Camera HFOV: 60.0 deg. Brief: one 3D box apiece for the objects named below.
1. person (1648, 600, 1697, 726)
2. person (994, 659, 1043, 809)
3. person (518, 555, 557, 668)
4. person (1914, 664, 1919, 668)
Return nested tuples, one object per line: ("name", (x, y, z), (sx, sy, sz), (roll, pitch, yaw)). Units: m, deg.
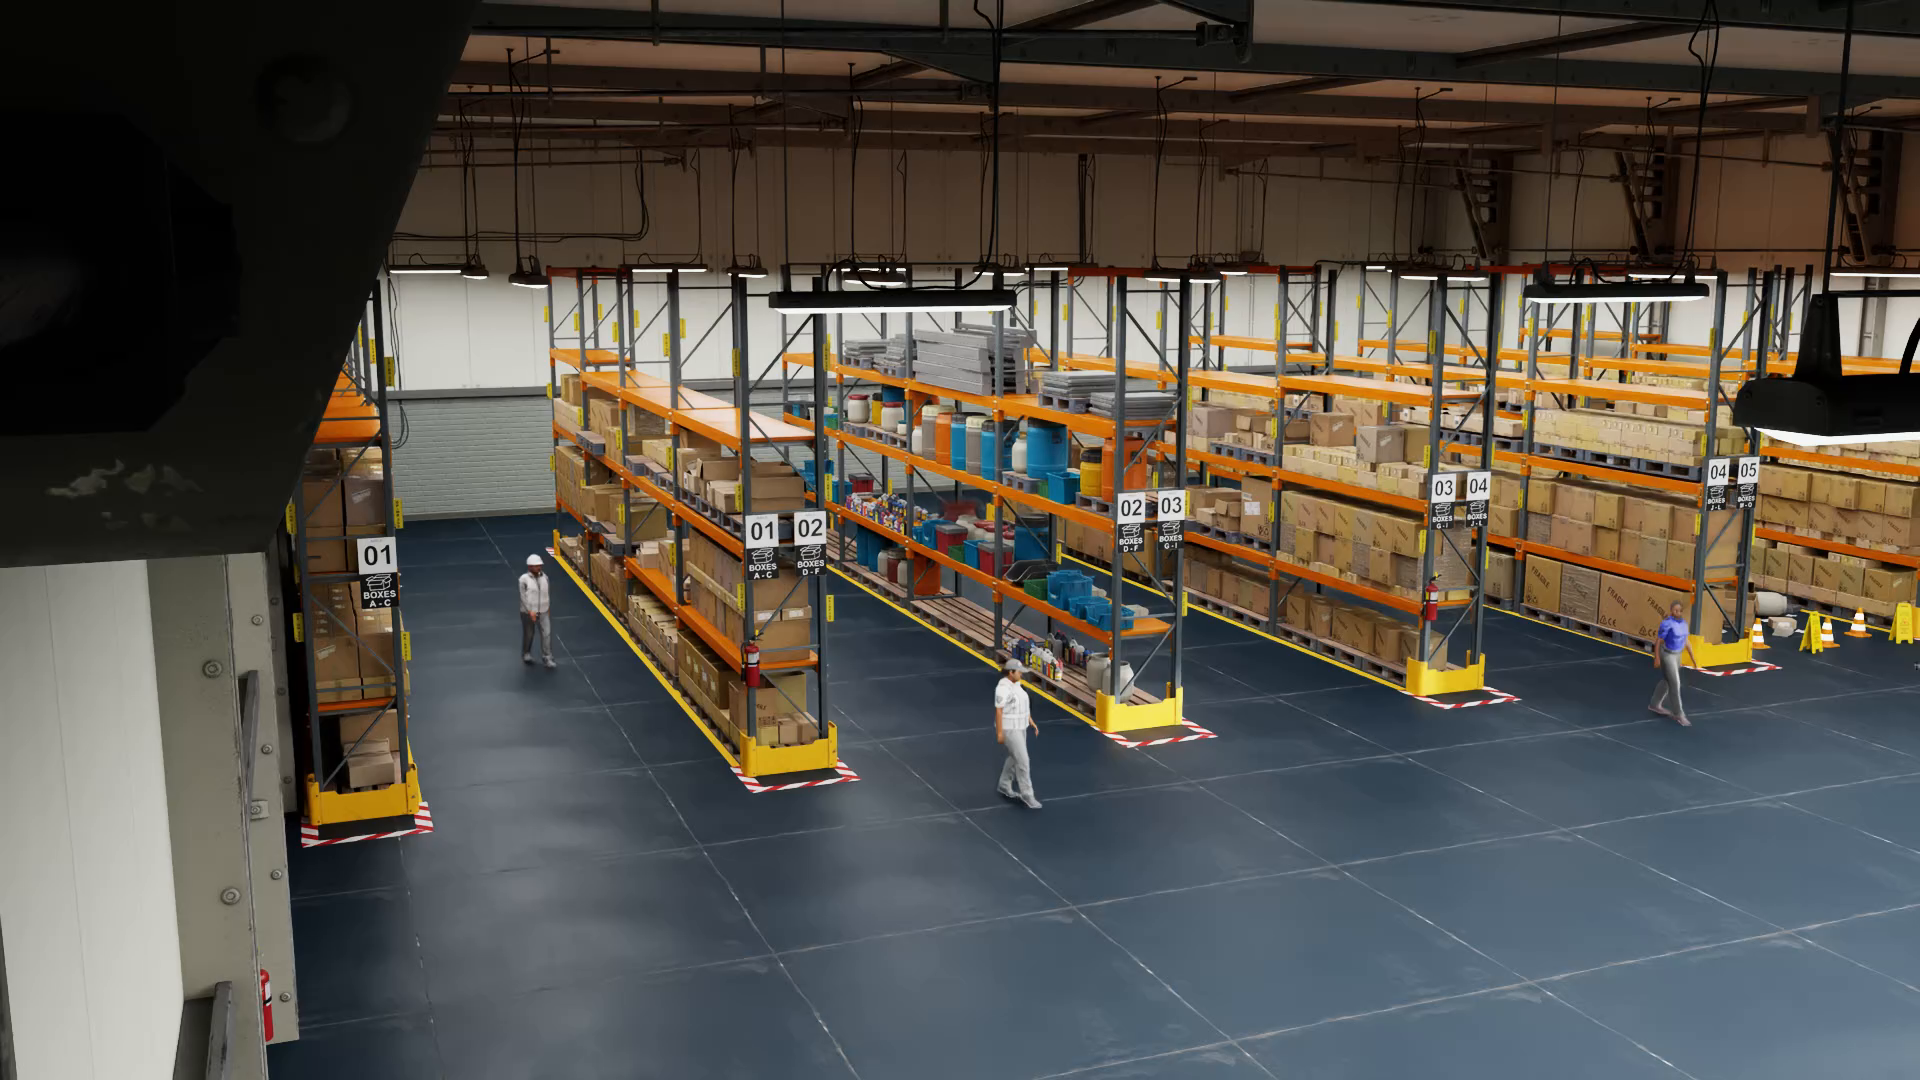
("person", (9.703, 1.647, 22.573), (0.466, 1.692, 0.742), (-6, 12, -32))
("person", (0.712, 2.214, 19.254), (0.682, 1.680, 0.504), (5, 11, 25))
("person", (-6.459, 1.073, 25.448), (0.537, 1.710, 1.006), (-7, 12, -36))
("person", (15.004, 1.159, 25.250), (1.041, 1.624, 0.453), (-1, 10, -6))
